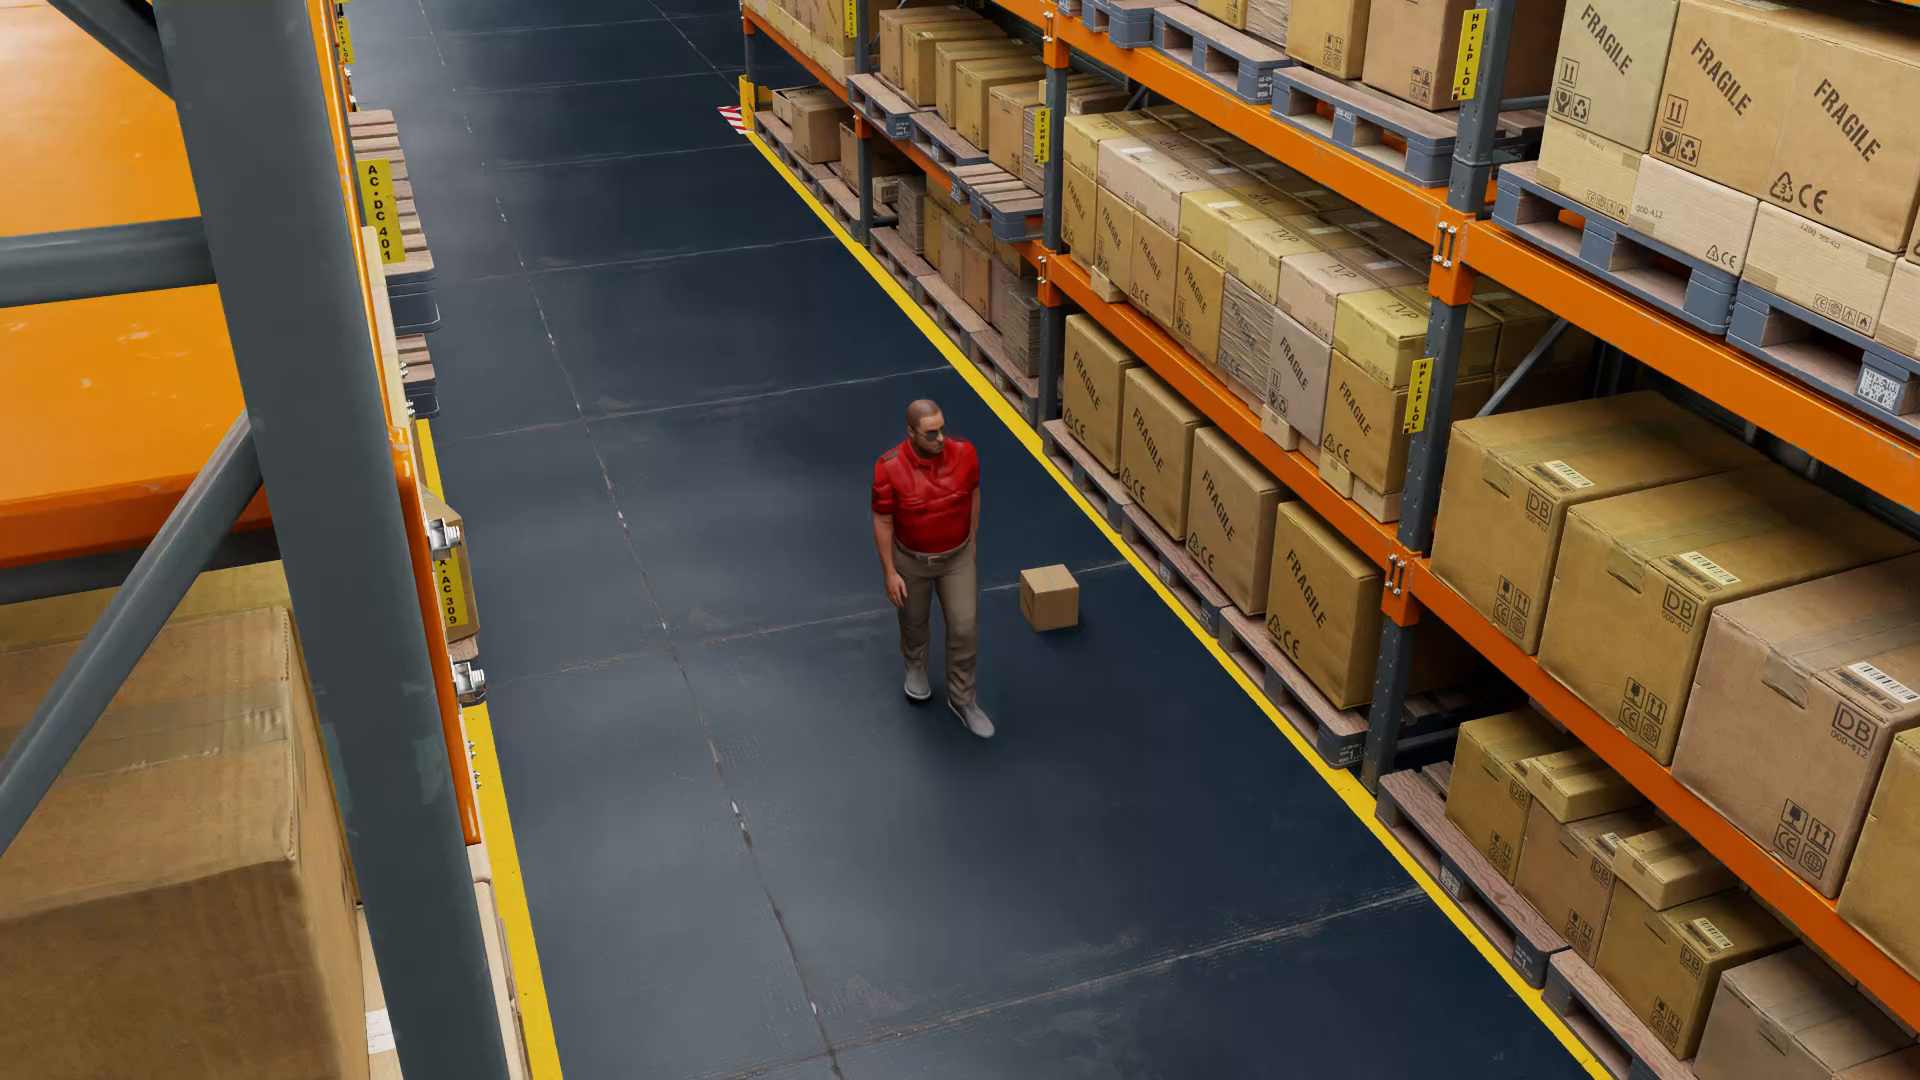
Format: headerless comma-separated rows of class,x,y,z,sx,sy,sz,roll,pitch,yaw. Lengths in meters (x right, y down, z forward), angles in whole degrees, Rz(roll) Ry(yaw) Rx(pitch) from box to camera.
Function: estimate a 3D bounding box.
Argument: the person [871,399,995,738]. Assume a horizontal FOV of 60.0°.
person,-0.146,0.104,7.996,0.558,1.770,0.646,-6,30,-10
